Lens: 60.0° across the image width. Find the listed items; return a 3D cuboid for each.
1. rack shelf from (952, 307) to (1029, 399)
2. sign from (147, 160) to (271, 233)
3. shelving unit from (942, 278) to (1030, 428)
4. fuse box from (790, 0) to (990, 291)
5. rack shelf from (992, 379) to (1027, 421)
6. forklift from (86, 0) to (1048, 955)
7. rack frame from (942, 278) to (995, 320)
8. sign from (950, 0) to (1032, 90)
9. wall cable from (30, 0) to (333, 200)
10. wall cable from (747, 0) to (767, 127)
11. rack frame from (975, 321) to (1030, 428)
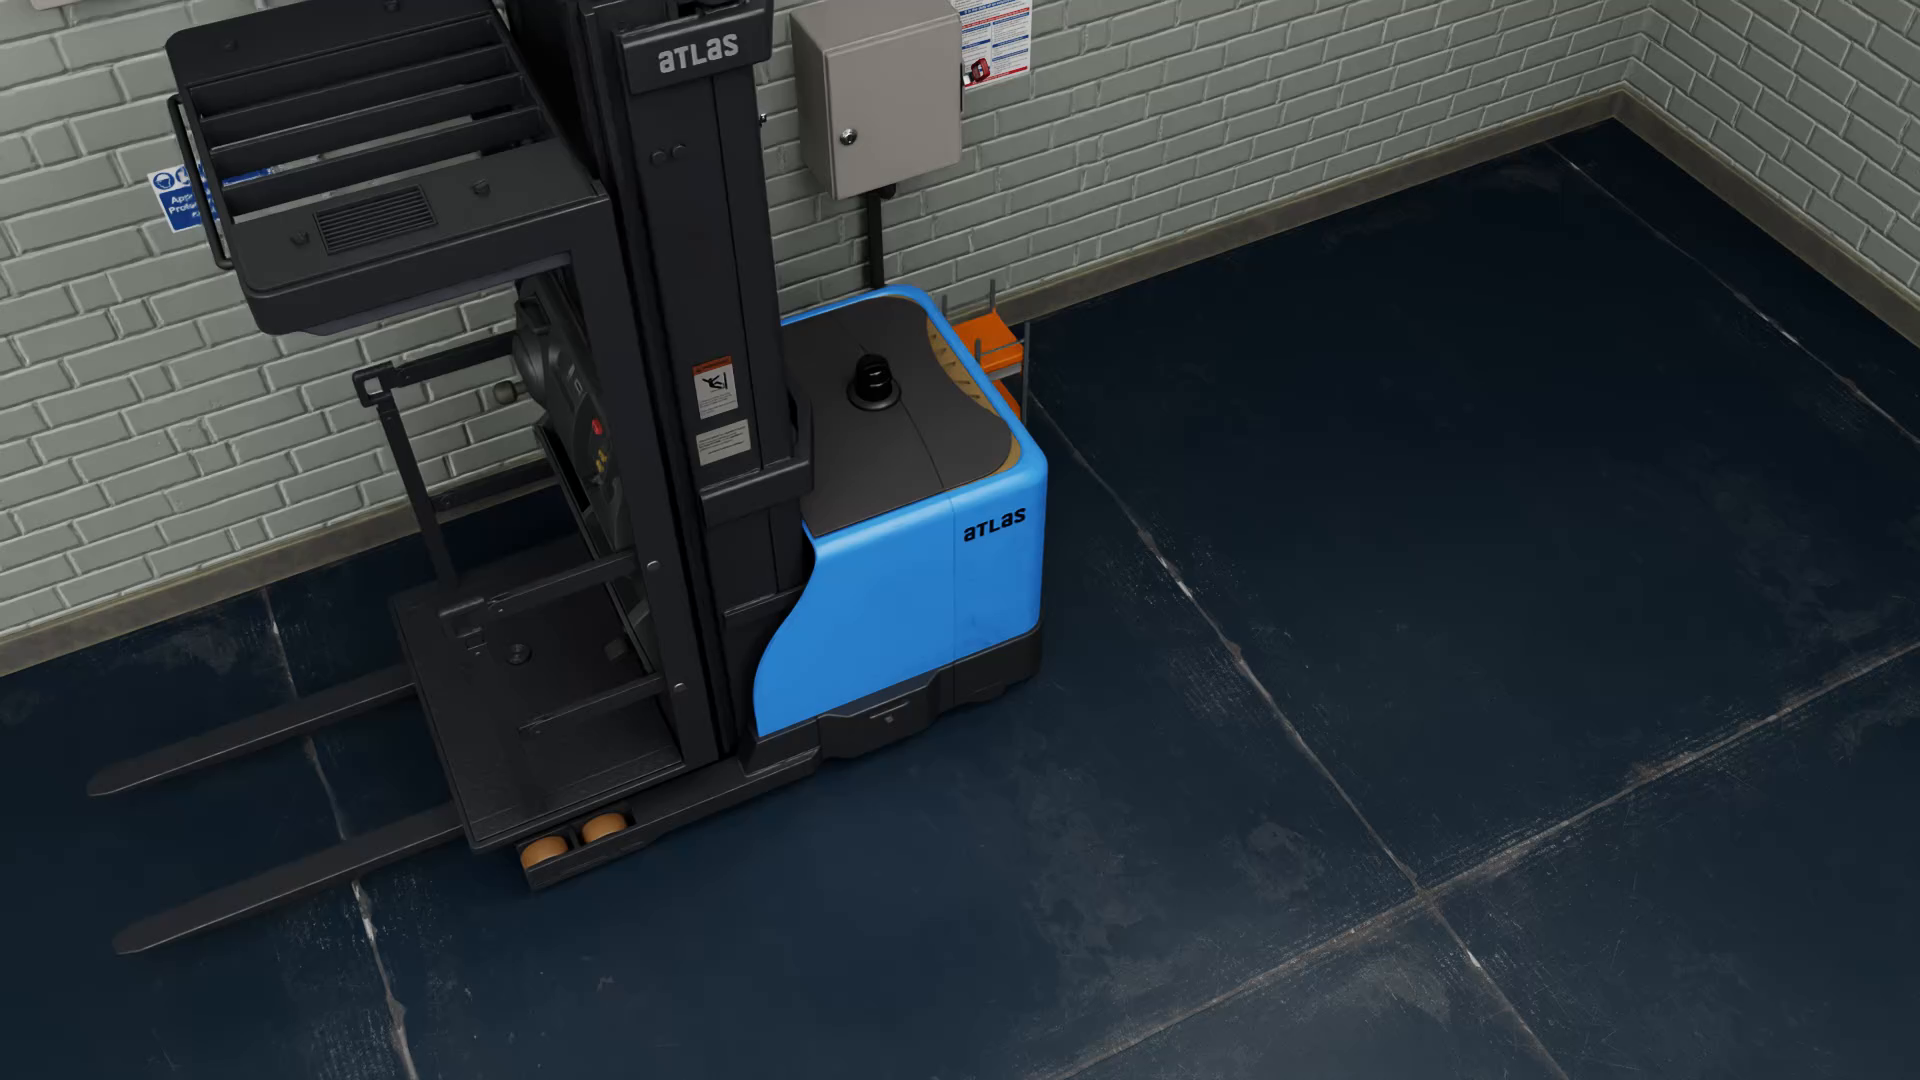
[{"bbox_3d":[0.085,-0.602,5.716,0.215,0.259,0.240,-21,52,-17],"label":"rack shelf"},{"bbox_3d":[-2.237,-1.056,5.002,0.327,0.218,0.001,-21,52,-18],"label":"sign"},{"bbox_3d":[0.085,-0.422,5.921,0.215,1.050,0.252,-21,52,-17],"label":"shelving unit"},{"bbox_3d":[-0.232,-1.145,6.114,0.539,1.711,0.414,-21,52,-18],"label":"fuse box"},{"bbox_3d":[0.085,-0.415,5.929,0.215,0.259,0.240,-21,52,-17],"label":"rack shelf"},{"bbox_3d":[-1.270,-0.326,4.588,3.031,2.935,1.130,-20,52,-17],"label":"forklift"},{"bbox_3d":[0.029,-0.504,5.993,0.200,1.050,0.008,-21,52,-17],"label":"rack frame"},{"bbox_3d":[0.113,-1.846,5.935,0.329,0.494,0.001,-21,52,-18],"label":"sign"},{"bbox_3d":[-2.166,-1.288,4.688,0.585,1.953,0.123,-21,52,-18],"label":"wall cable"},{"bbox_3d":[-0.911,-1.774,5.134,0.588,1.984,0.122,-21,52,-18],"label":"wall cable"},{"bbox_3d":[0.140,-0.340,5.850,0.200,1.050,0.008,-21,52,-17],"label":"rack frame"}]
